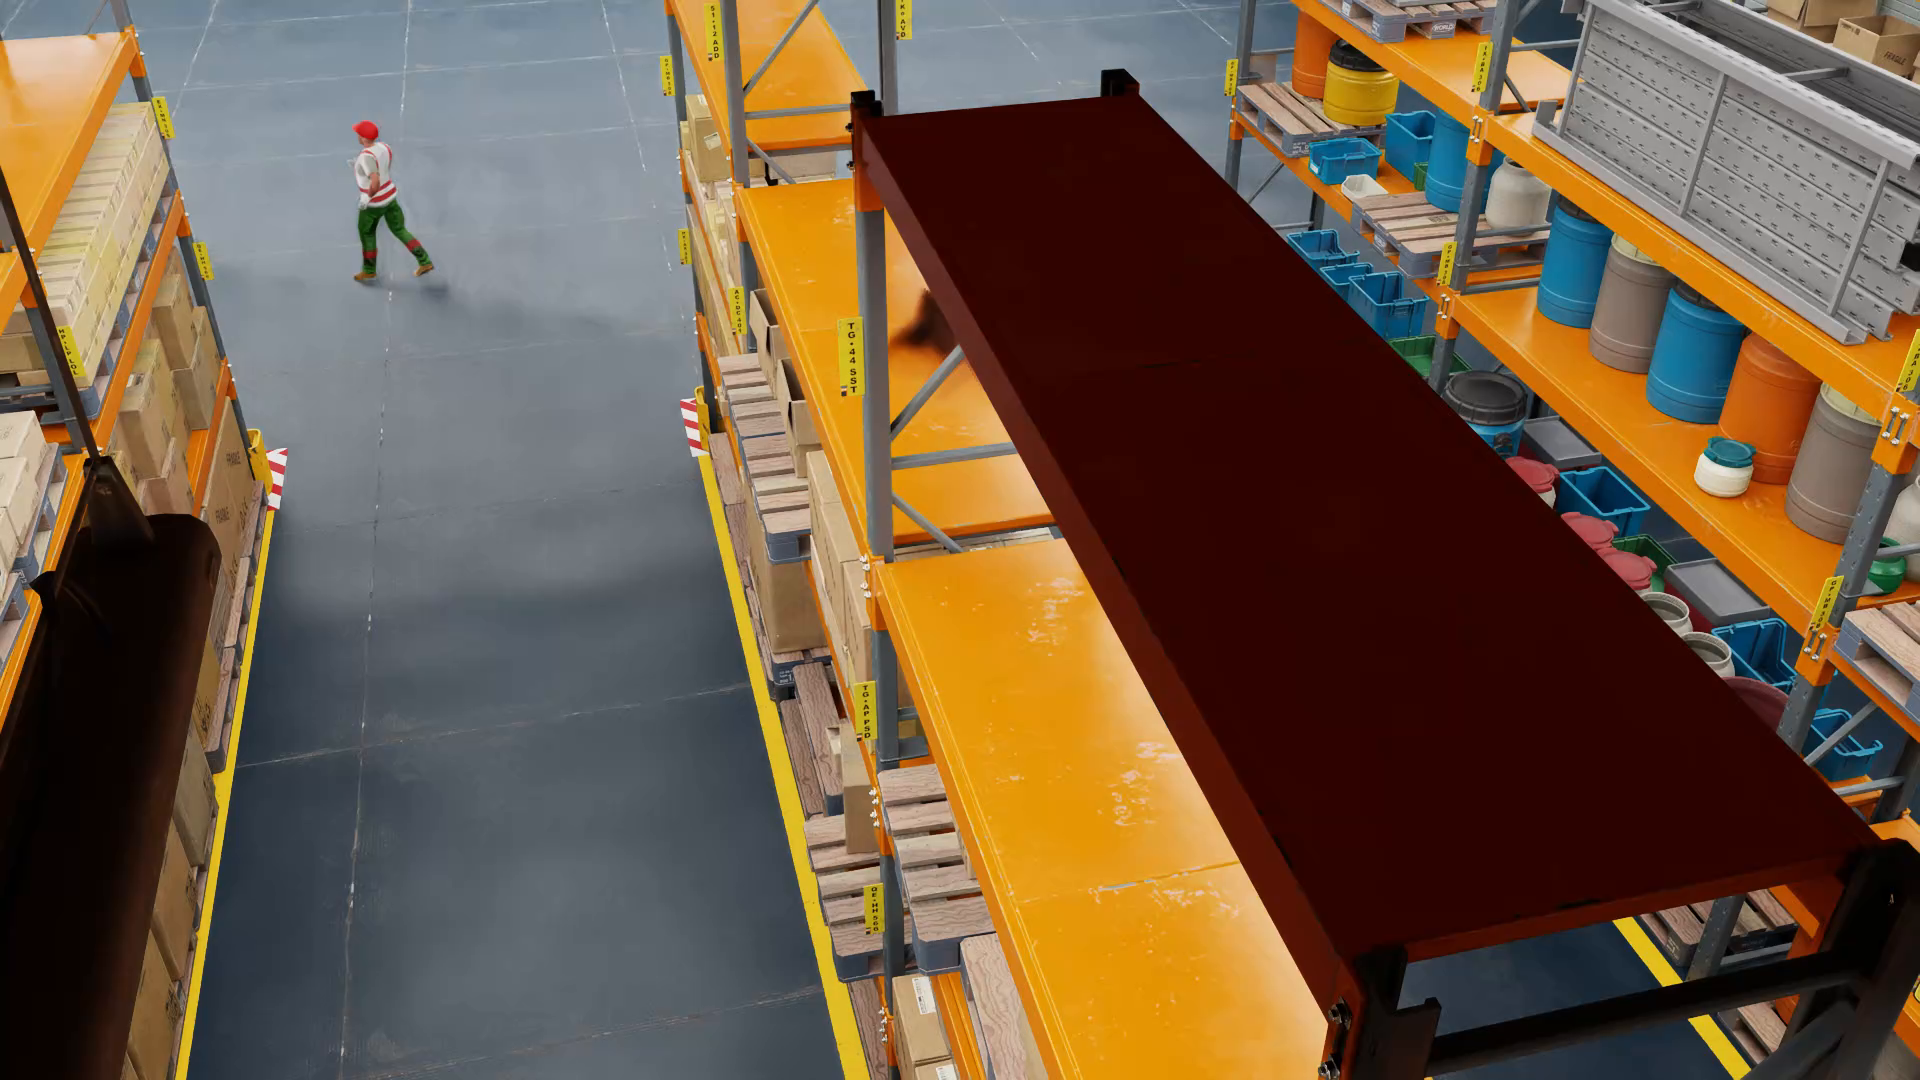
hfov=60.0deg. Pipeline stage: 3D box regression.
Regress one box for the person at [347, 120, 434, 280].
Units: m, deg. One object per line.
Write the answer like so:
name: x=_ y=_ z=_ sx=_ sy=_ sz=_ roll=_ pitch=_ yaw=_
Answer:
person: x=-6.182 y=-3.598 z=17.712 sx=0.939 sy=1.799 sz=0.666 roll=12 pitch=36 yaw=17
